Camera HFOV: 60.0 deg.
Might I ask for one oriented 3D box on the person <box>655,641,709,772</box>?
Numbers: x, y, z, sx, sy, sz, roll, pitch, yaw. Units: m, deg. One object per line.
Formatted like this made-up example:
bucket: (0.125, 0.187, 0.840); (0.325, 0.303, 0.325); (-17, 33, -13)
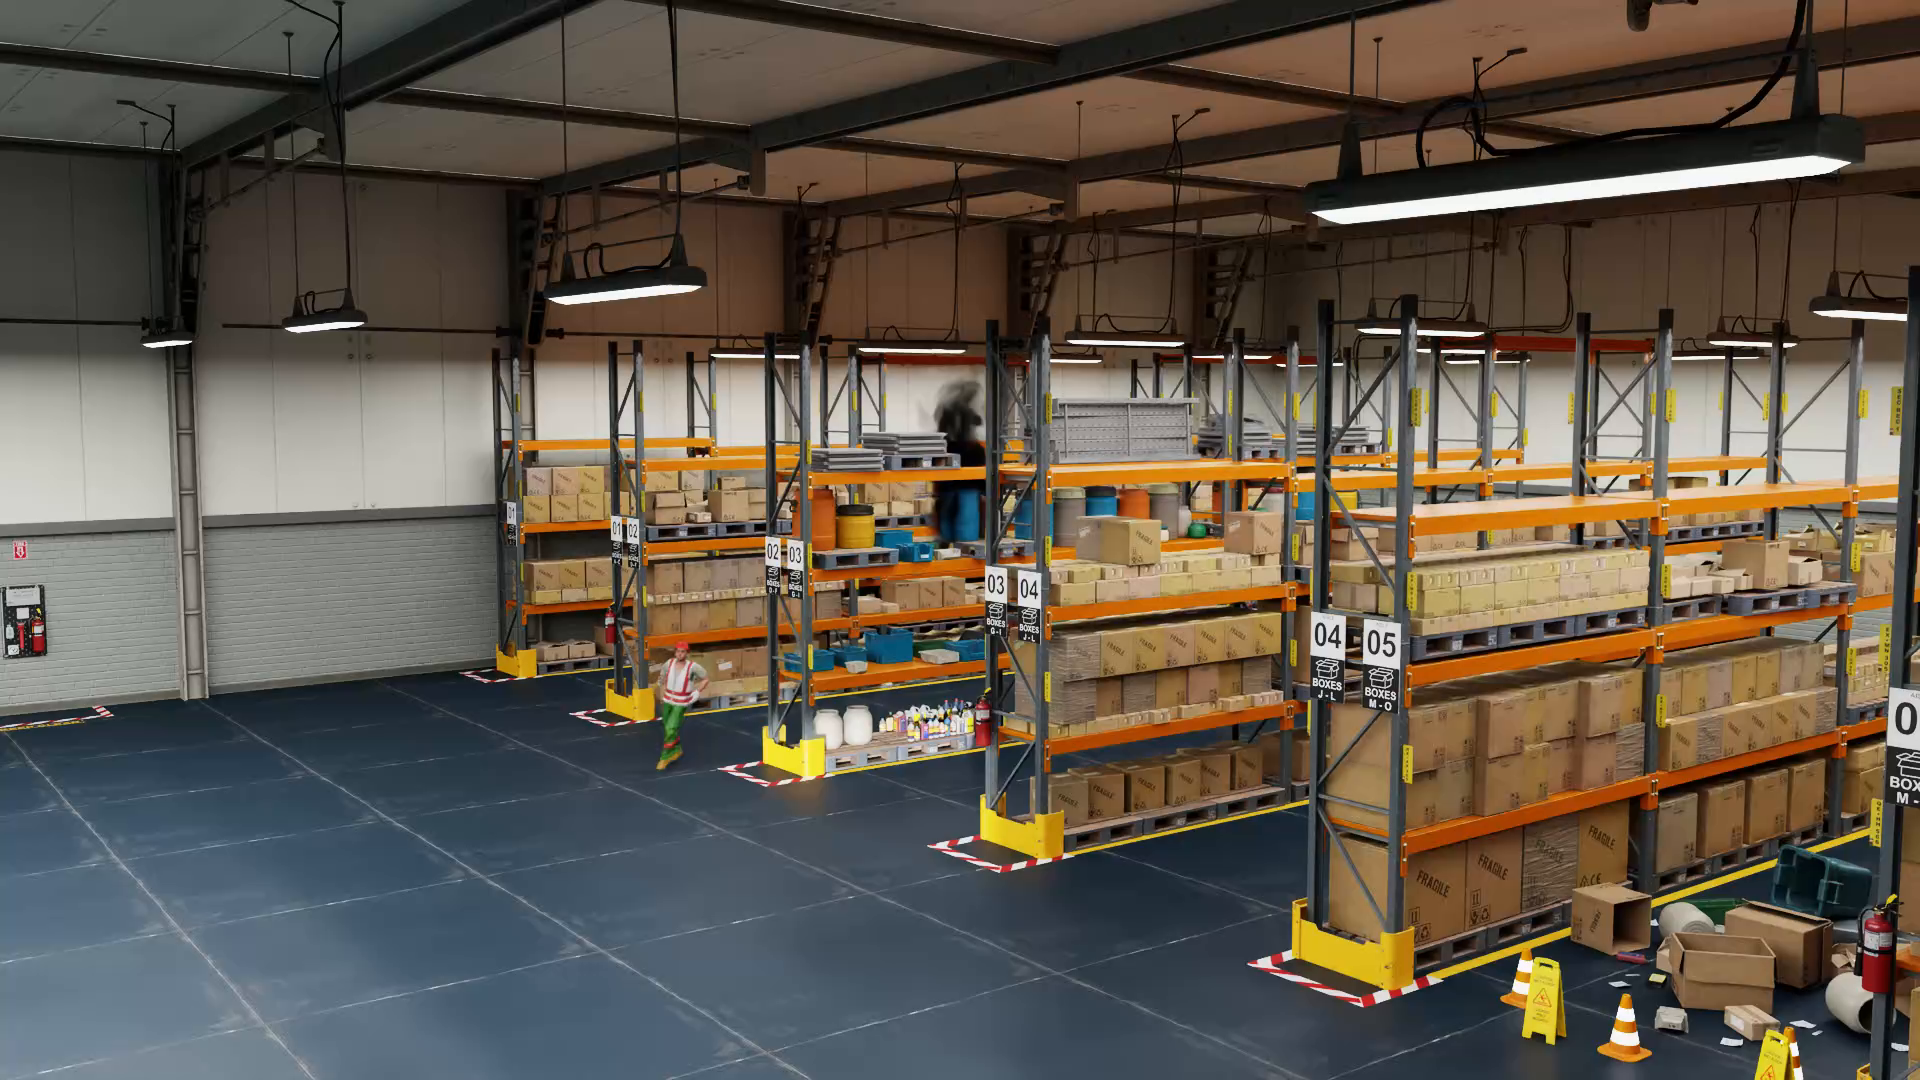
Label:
person: (-3.865, 2.275, 22.934); (0.660, 1.798, 0.732); (2, 6, 25)
